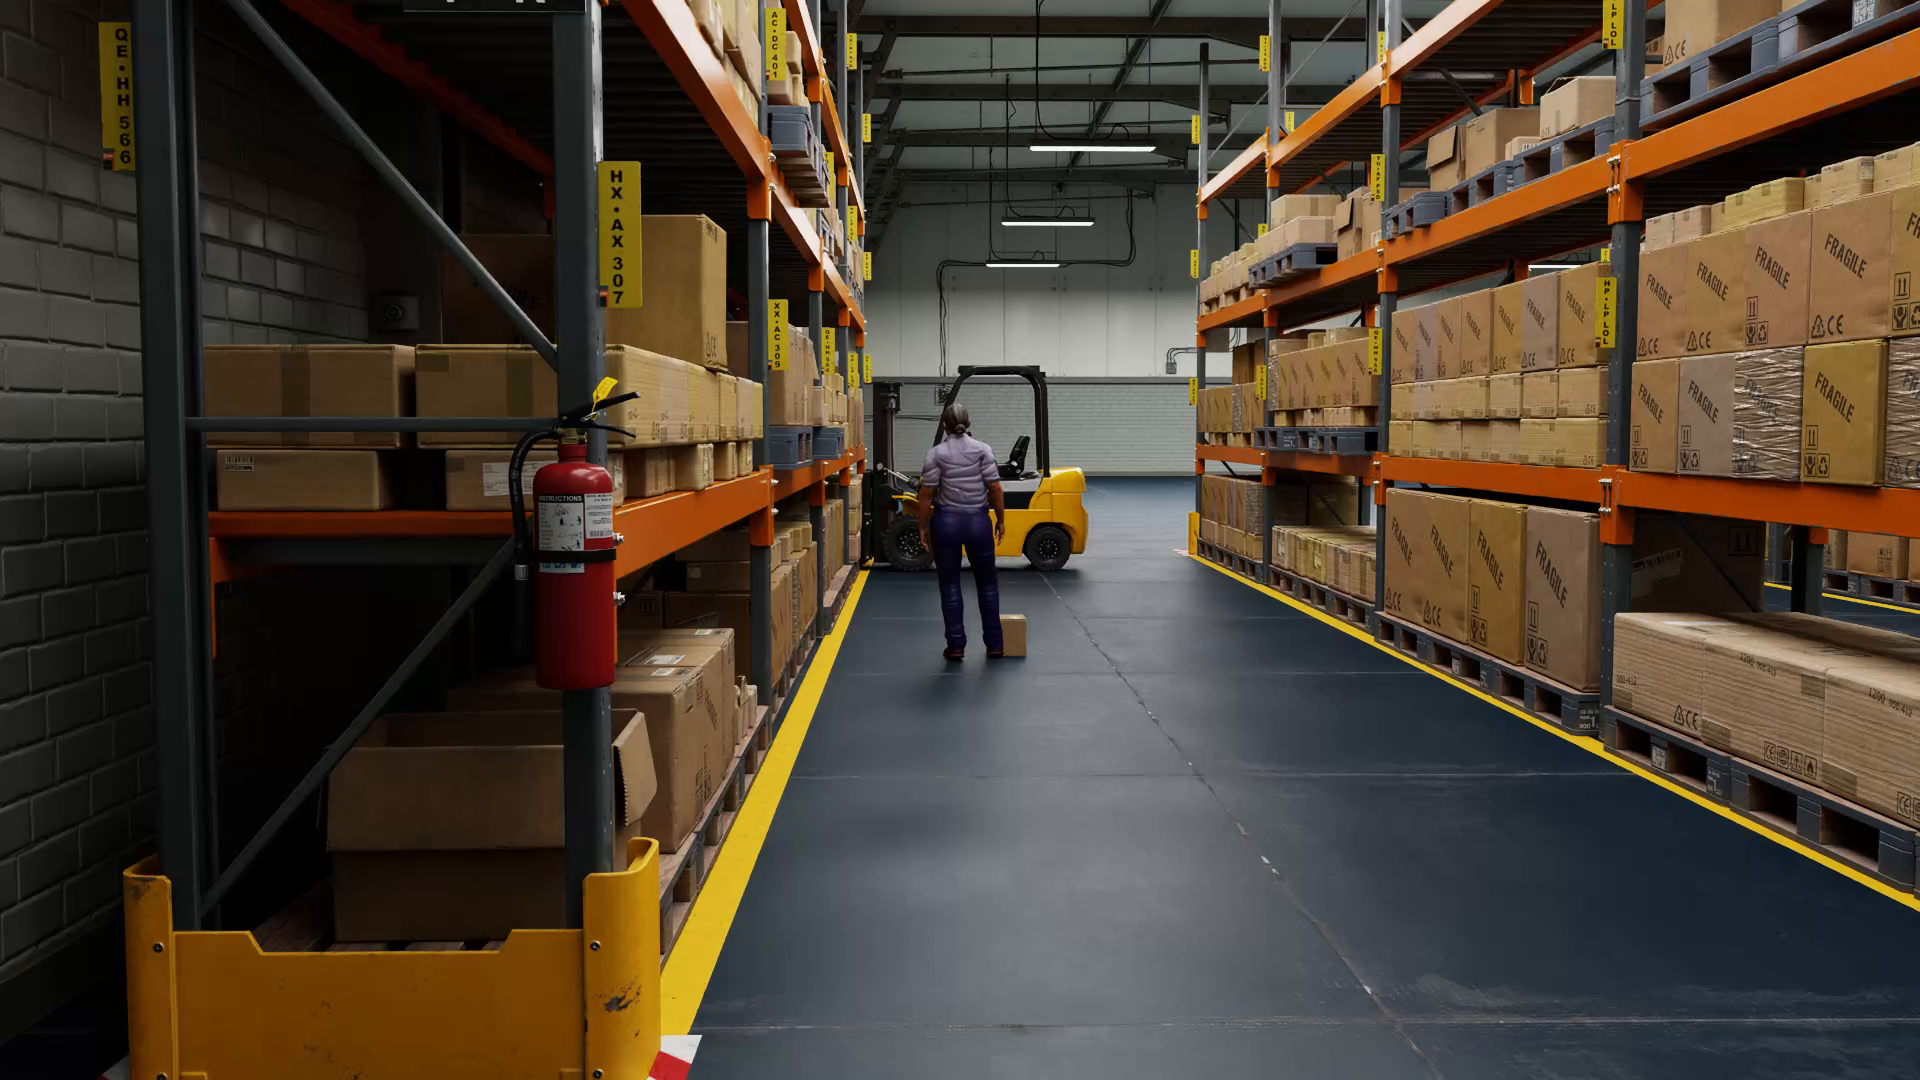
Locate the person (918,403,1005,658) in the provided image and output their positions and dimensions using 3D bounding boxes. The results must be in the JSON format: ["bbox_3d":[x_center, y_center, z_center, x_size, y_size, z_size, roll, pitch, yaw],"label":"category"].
[{"bbox_3d":[0.026,-0.058,10.822,0.598,1.651,0.502,0,4,-1],"label":"person"}]
